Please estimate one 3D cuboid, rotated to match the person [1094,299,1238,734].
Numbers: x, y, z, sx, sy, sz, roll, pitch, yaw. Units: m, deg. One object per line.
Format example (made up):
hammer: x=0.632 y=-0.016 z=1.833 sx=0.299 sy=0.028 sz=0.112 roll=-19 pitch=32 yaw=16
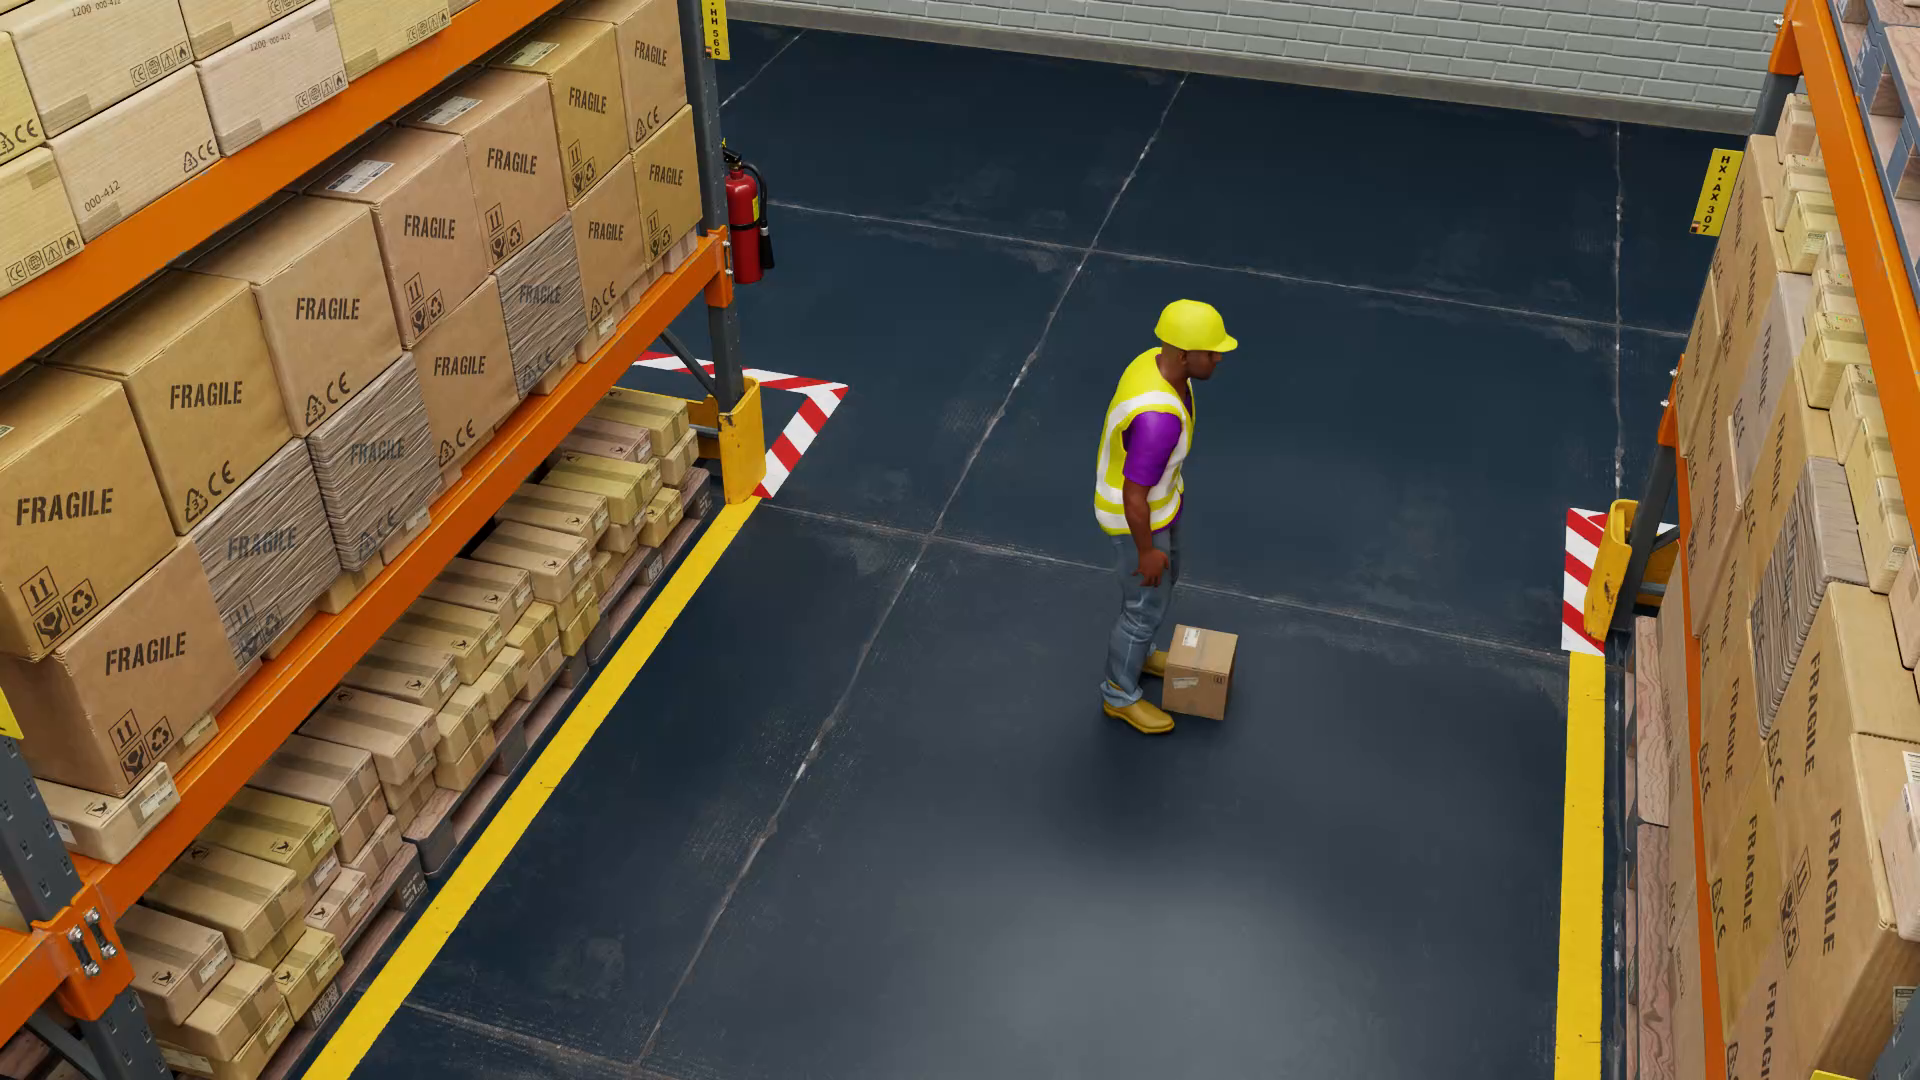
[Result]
person: x=0.741 y=-0.112 z=6.286 sx=0.462 sy=1.759 sz=0.632 roll=8 pitch=38 yaw=11
